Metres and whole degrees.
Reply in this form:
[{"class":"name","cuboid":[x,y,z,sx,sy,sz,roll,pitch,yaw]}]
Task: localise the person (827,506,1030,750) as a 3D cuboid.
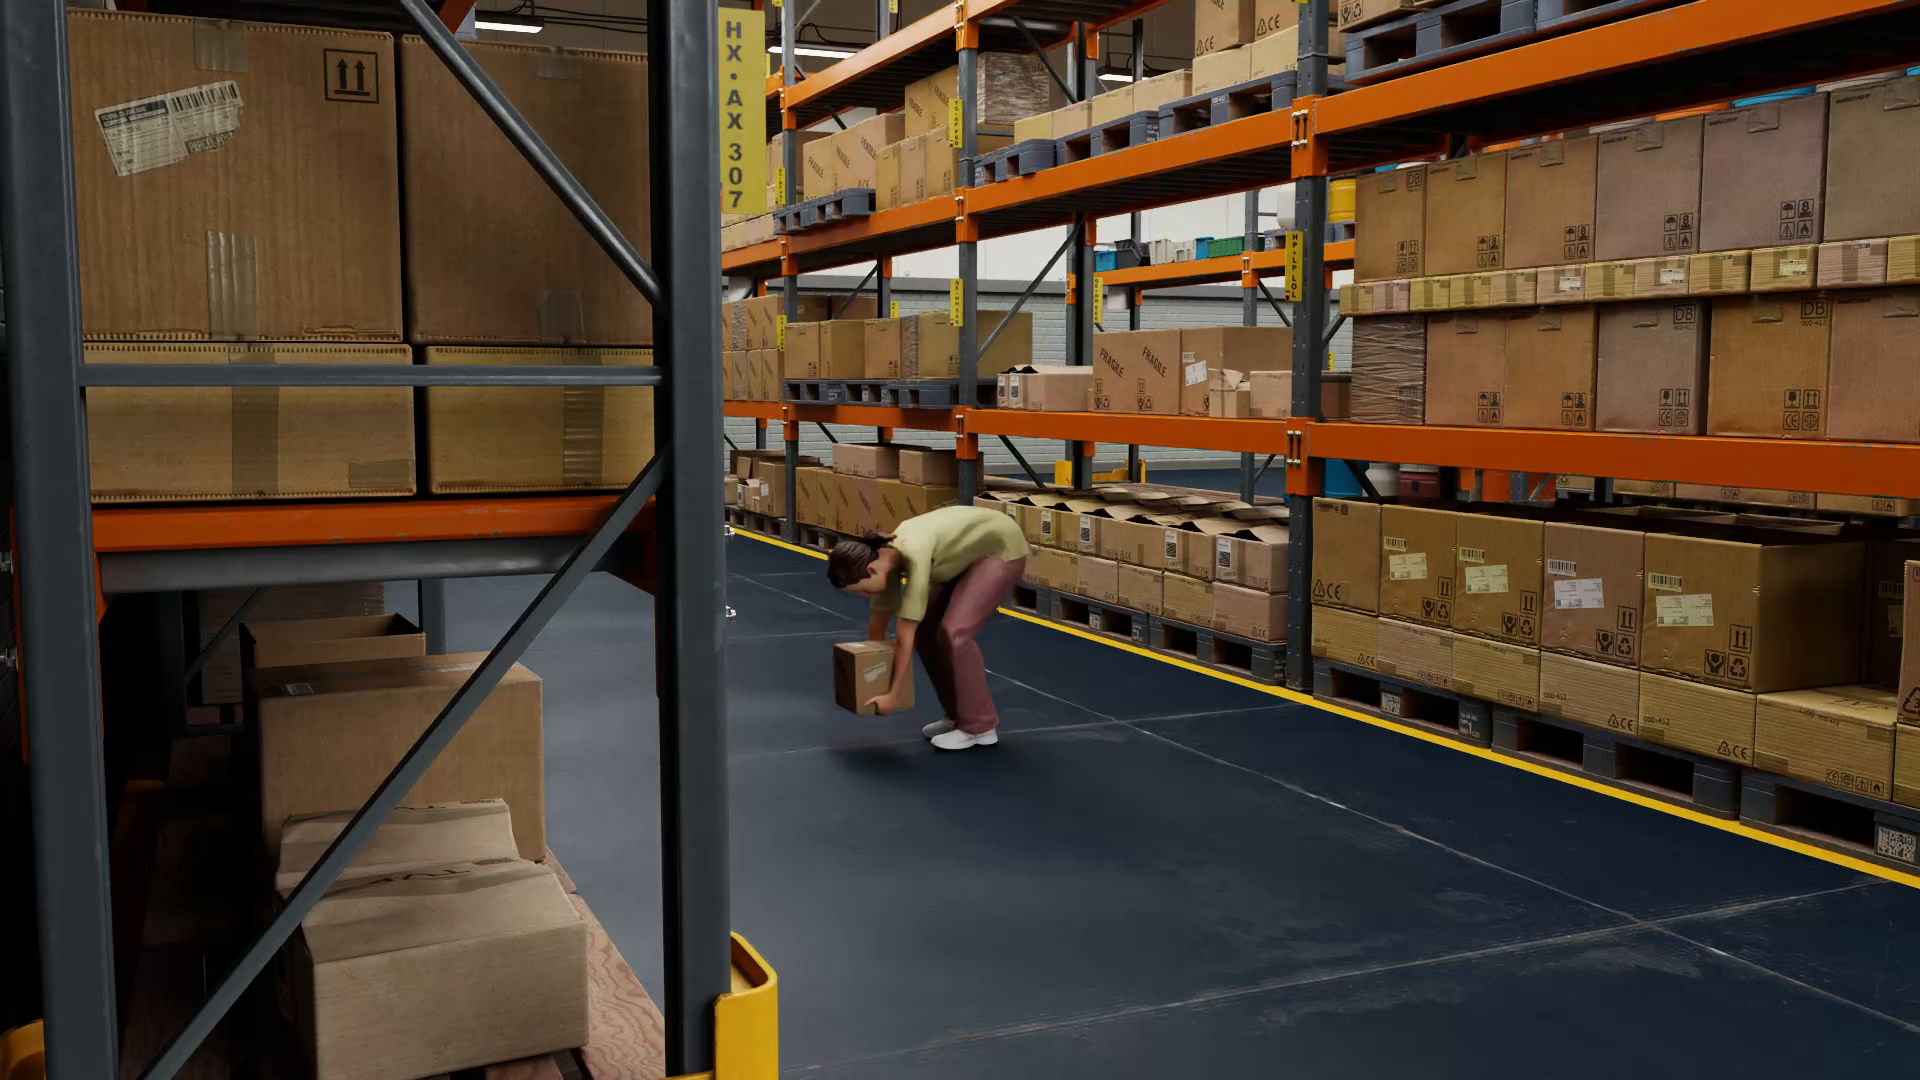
[{"class":"person","cuboid":[-0.136,0.360,6.821,0.863,0.985,0.439,-3,6,-26]}]
